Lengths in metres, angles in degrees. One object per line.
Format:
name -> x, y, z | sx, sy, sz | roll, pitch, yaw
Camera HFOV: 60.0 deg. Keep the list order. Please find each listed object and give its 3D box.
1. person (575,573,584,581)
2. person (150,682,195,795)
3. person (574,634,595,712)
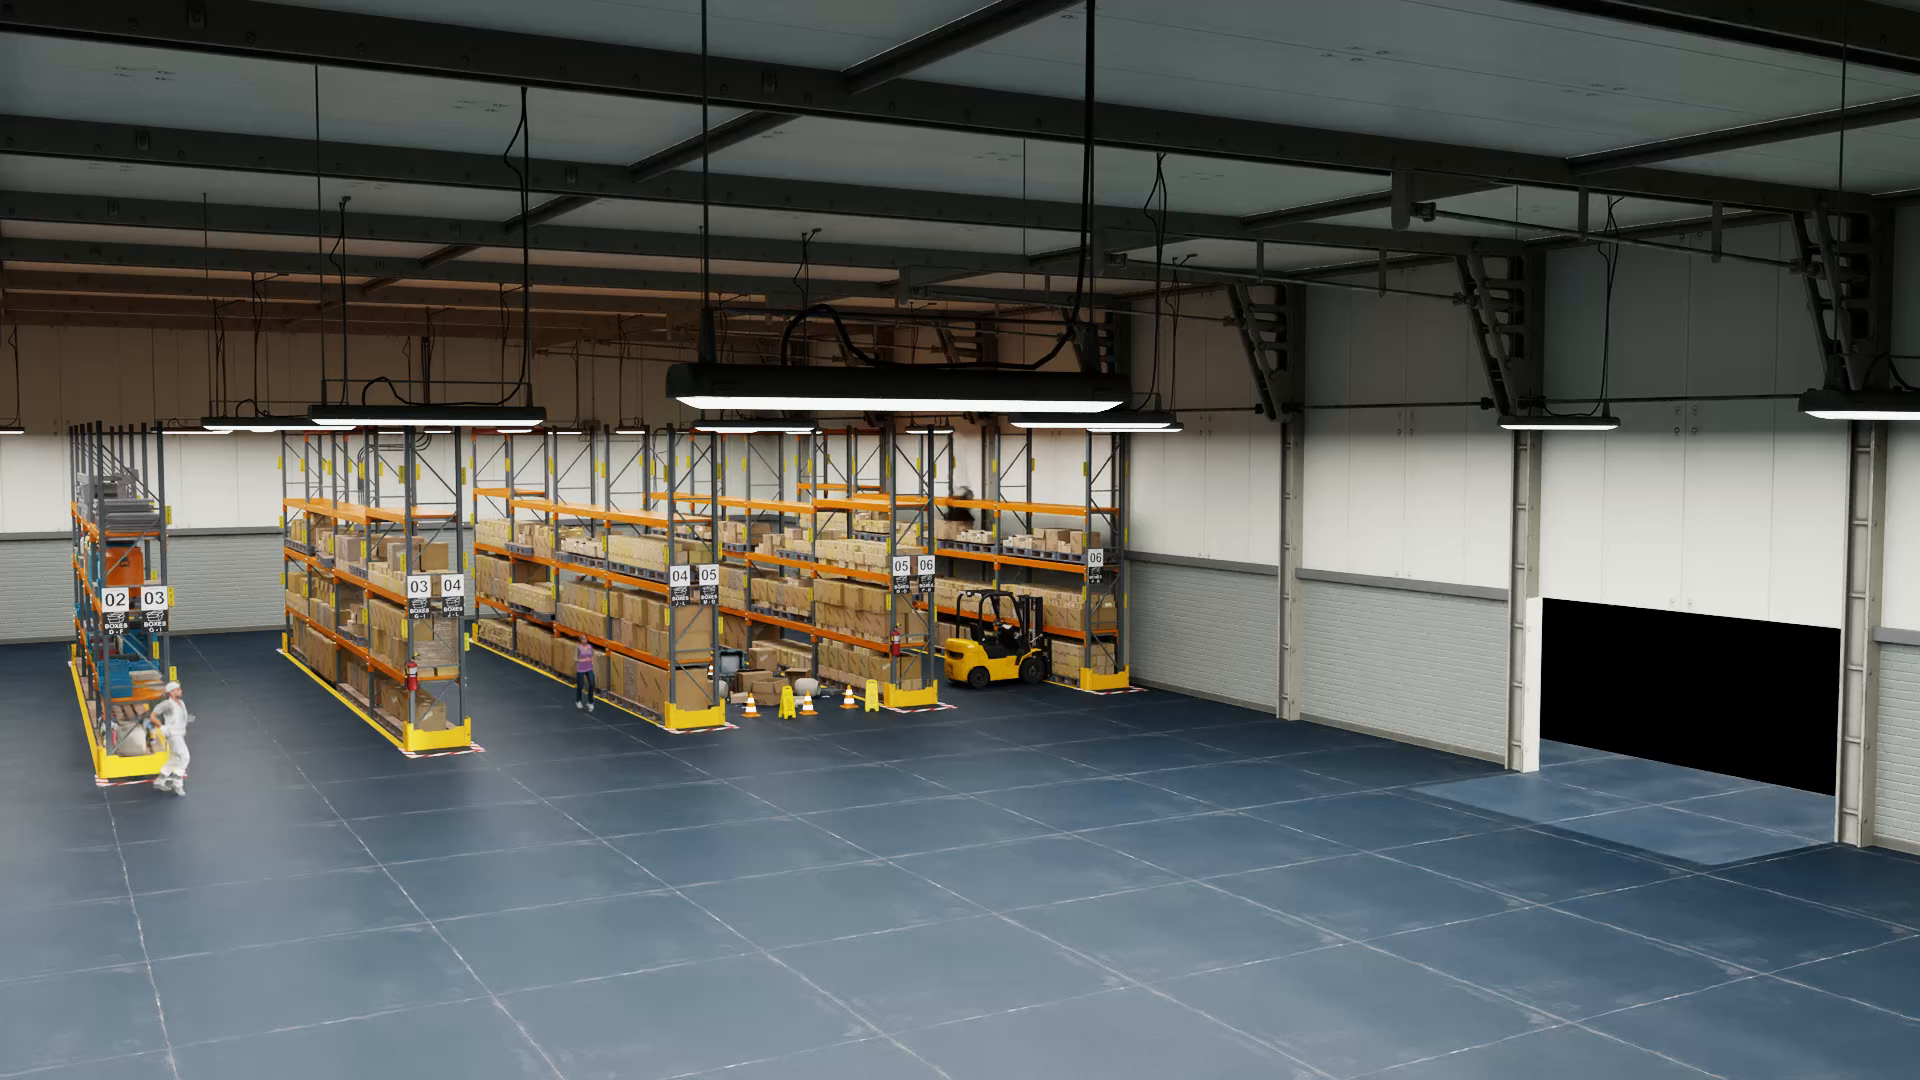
person -> -11.292, 1.803, 49.282 | 0.638, 1.747, 0.661 | -2, 4, -33
person -> -12.653, 3.199, 26.787 | 0.656, 1.835, 0.640 | 0, 4, -3
person -> -7.843, 2.771, 34.760 | 0.504, 1.638, 0.711 | -2, 4, -31
